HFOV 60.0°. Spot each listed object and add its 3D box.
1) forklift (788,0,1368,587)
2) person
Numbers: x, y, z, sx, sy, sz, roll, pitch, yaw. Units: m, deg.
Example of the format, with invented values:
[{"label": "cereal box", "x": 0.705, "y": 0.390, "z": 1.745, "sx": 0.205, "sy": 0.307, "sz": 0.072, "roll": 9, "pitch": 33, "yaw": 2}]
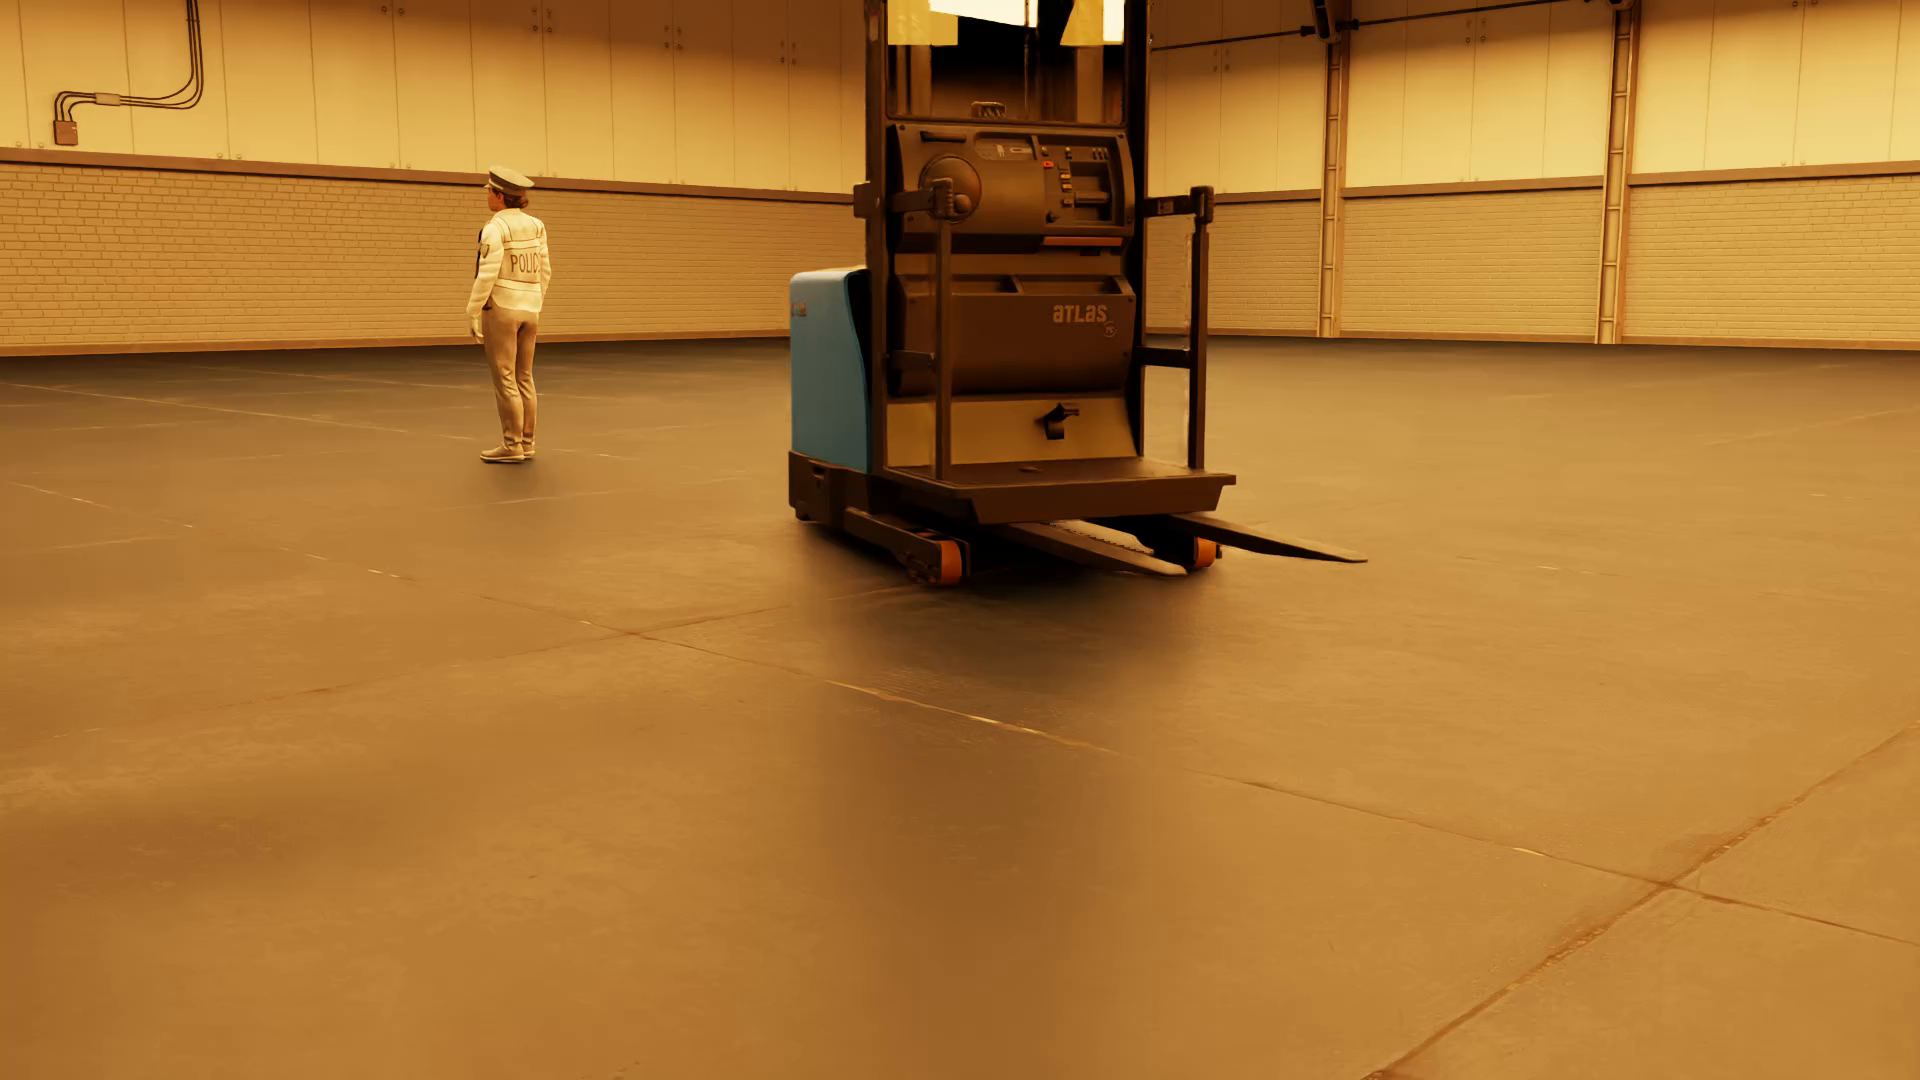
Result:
[{"label": "forklift", "x": 0.294, "y": -1.360, "z": 5.905, "sx": 1.130, "sy": 2.935, "sz": 3.031, "roll": -4, "pitch": 9, "yaw": -23}, {"label": "person", "x": -2.658, "y": -1.302, "z": 9.628, "sx": 0.530, "sy": 1.694, "sz": 0.588, "roll": 4, "pitch": 10, "yaw": 27}]
